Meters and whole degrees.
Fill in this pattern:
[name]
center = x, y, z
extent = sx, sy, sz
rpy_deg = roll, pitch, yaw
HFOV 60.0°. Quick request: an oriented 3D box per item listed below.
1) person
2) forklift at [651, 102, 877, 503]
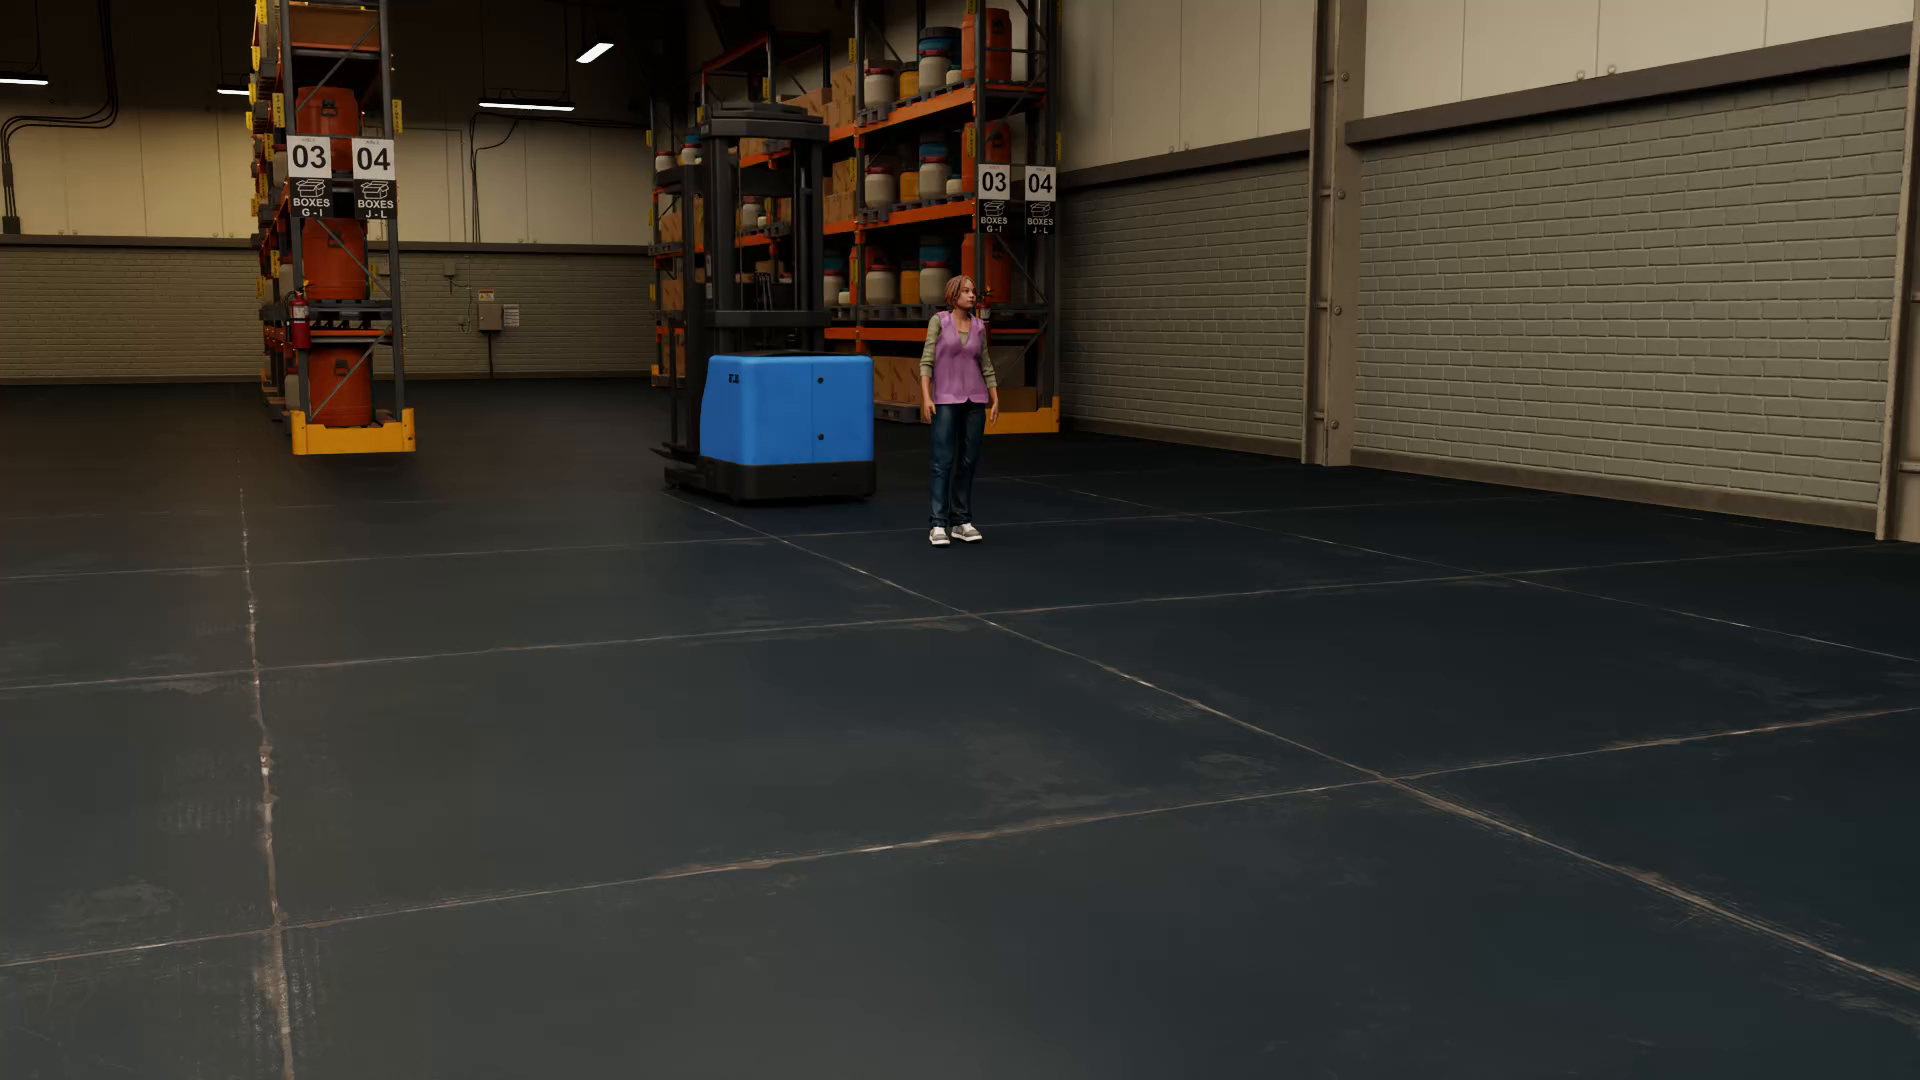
[person]
center = 0.016, -0.790, 9.976
extent = 0.520, 1.597, 0.476
rpy_deg = -3, 8, -23
[forklift]
center = -1.722, -1.872, 13.143
extent = 1.130, 2.935, 3.031
rpy_deg = -4, 8, -26
